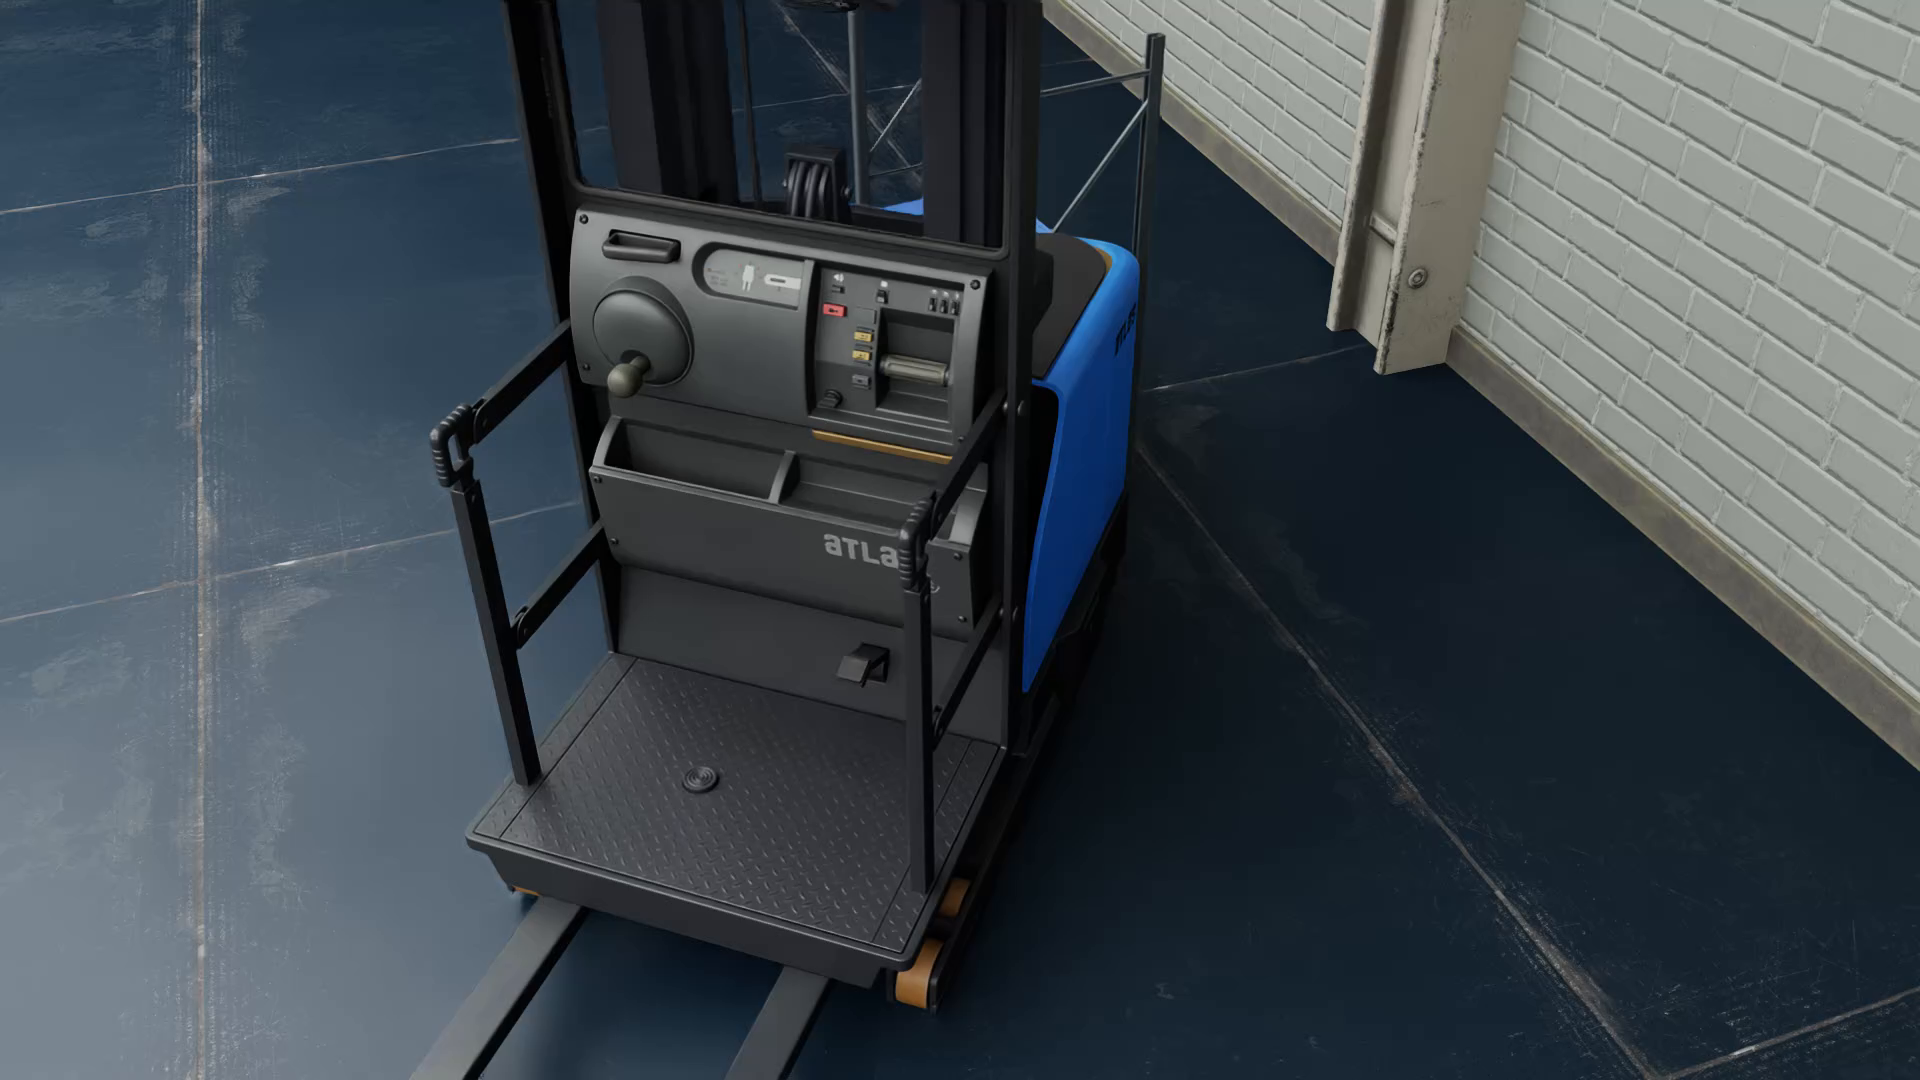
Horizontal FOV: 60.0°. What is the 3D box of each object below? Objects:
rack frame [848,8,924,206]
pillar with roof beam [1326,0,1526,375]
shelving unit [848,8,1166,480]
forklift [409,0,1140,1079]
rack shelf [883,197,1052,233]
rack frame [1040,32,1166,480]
[{"bbox_3d":[-0.126,-1.284,5.708,0.500,1.500,0.032,-17,40,-22],"label":"rack frame"},{"bbox_3d":[-2.437,-3.445,2.344,9.100,9.000,0.400,-12,39,-16],"label":"pillar with roof beam"},{"bbox_3d":[0.108,-1.013,5.348,0.538,1.500,1.048,-17,40,-22],"label":"shelving unit"},{"bbox_3d":[-0.462,-0.377,3.315,1.130,2.935,3.031,12,39,15],"label":"forklift"},{"bbox_3d":[0.108,-0.869,5.456,0.538,0.185,1.000,-17,40,-22],"label":"rack shelf"},{"bbox_3d":[0.342,-0.741,4.987,0.500,1.500,0.032,-17,40,-22],"label":"rack frame"}]
